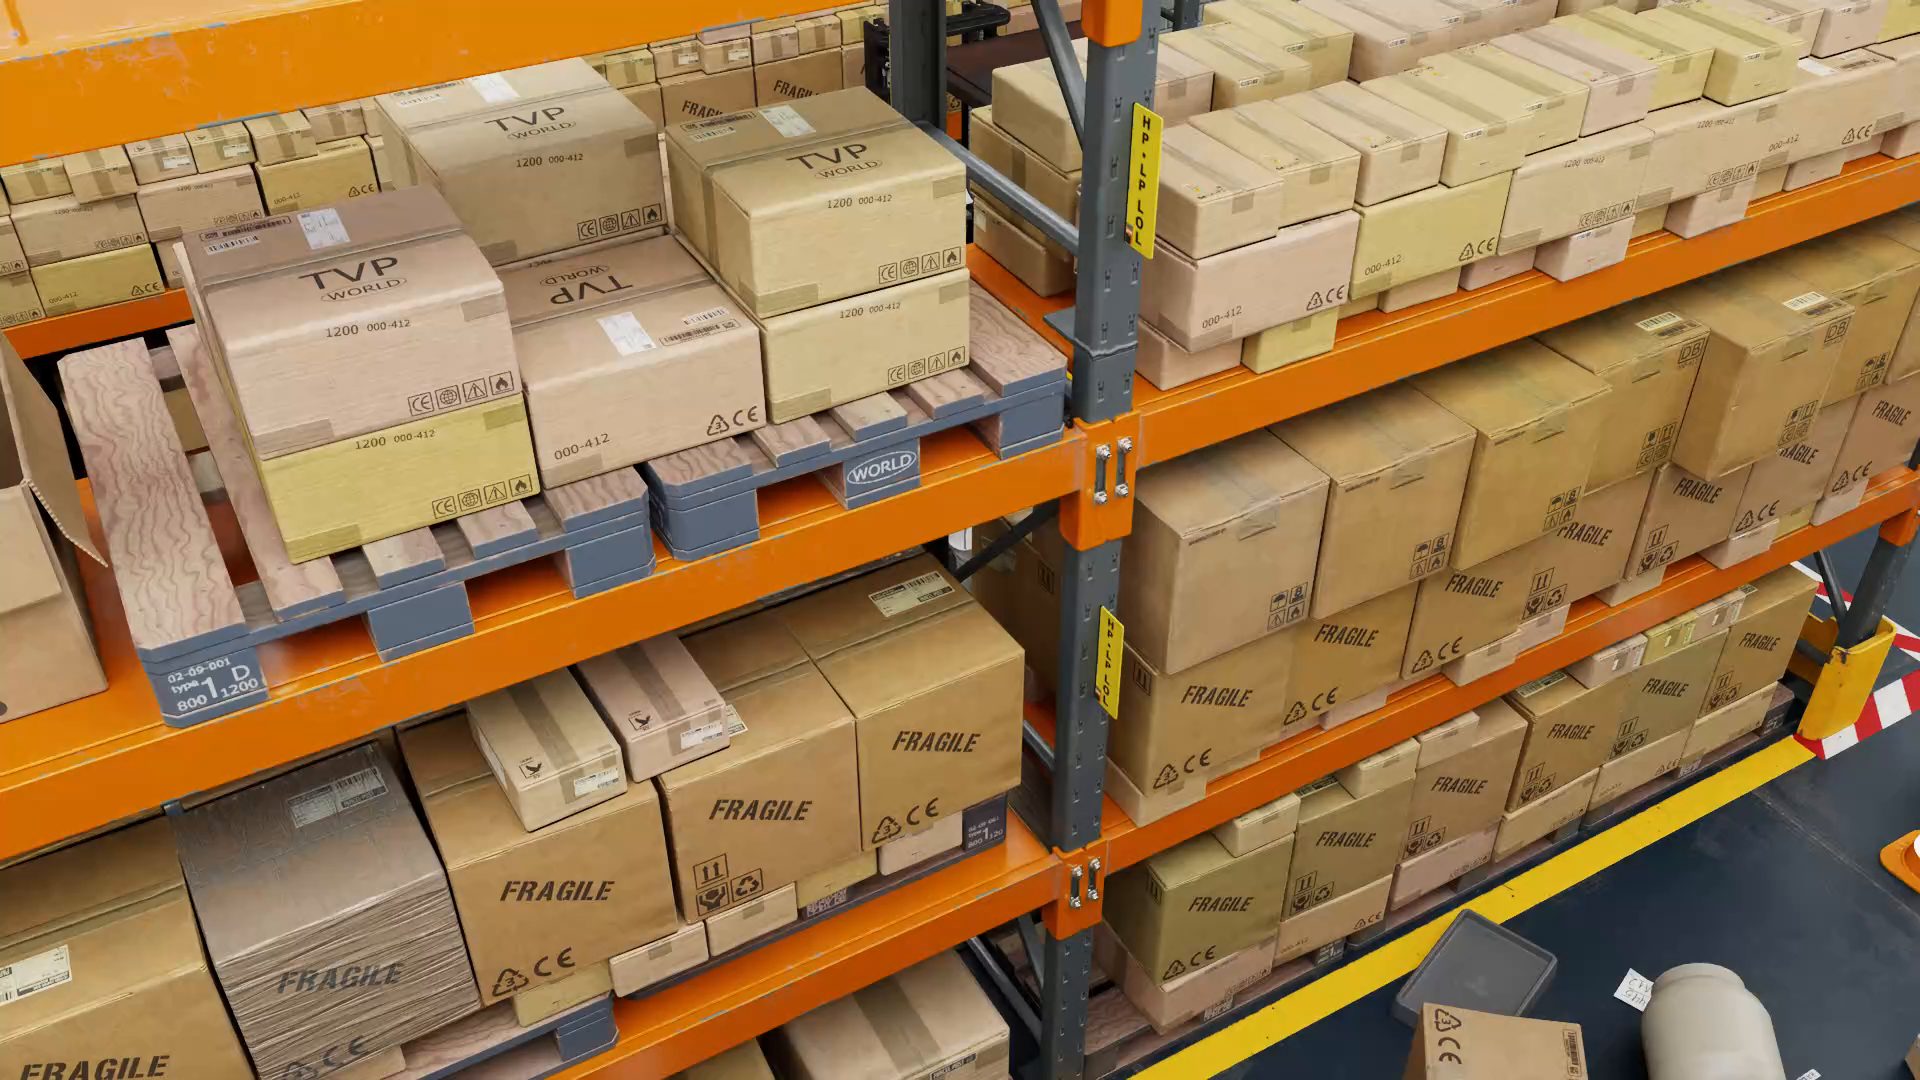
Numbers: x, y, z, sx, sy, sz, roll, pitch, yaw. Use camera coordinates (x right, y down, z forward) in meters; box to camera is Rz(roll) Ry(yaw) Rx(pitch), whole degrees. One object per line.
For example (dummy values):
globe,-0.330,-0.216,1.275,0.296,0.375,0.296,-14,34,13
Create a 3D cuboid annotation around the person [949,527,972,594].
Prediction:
person,-0.011,-0.007,6.915,0.529,1.670,0.598,-20,41,-24
